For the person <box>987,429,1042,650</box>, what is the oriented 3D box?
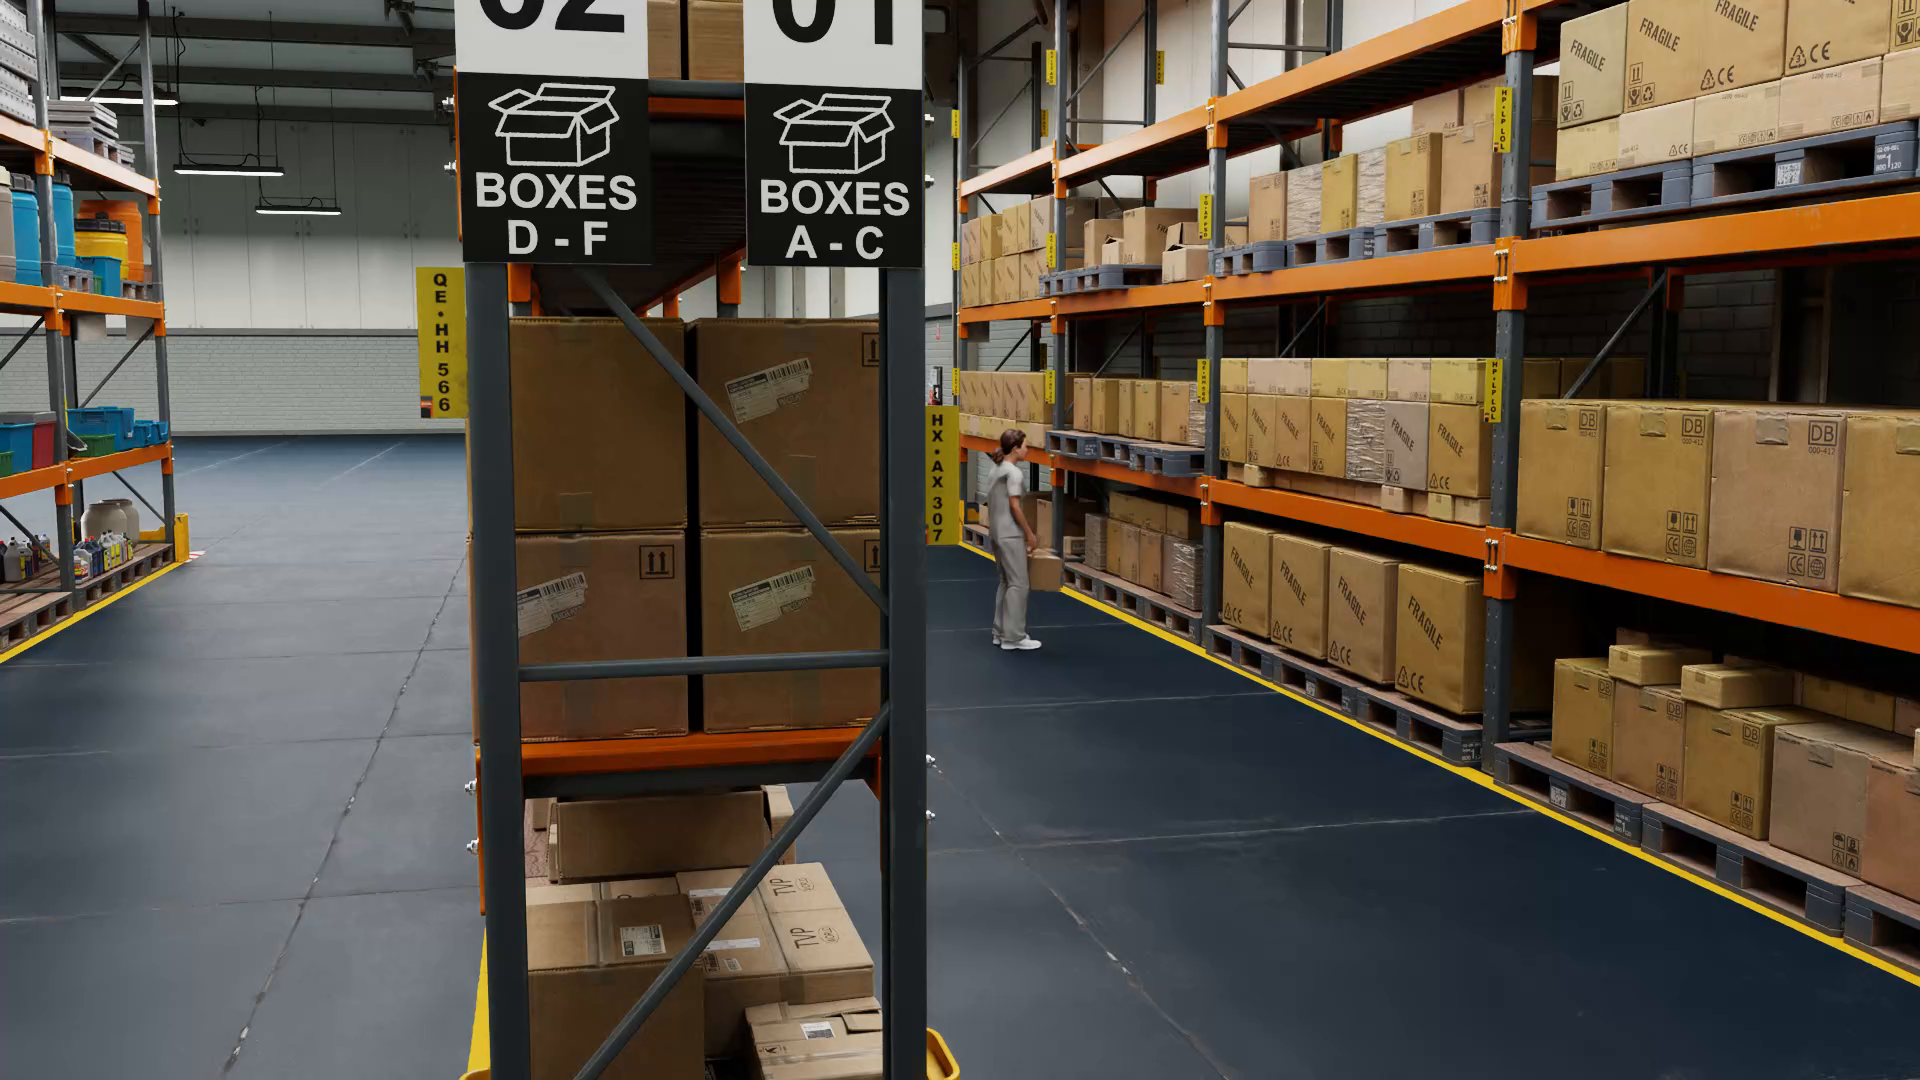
[{"bbox_3d":[0.400,-0.014,12.760,0.364,1.676,0.473,-2,6,-15],"label":"person"}]
